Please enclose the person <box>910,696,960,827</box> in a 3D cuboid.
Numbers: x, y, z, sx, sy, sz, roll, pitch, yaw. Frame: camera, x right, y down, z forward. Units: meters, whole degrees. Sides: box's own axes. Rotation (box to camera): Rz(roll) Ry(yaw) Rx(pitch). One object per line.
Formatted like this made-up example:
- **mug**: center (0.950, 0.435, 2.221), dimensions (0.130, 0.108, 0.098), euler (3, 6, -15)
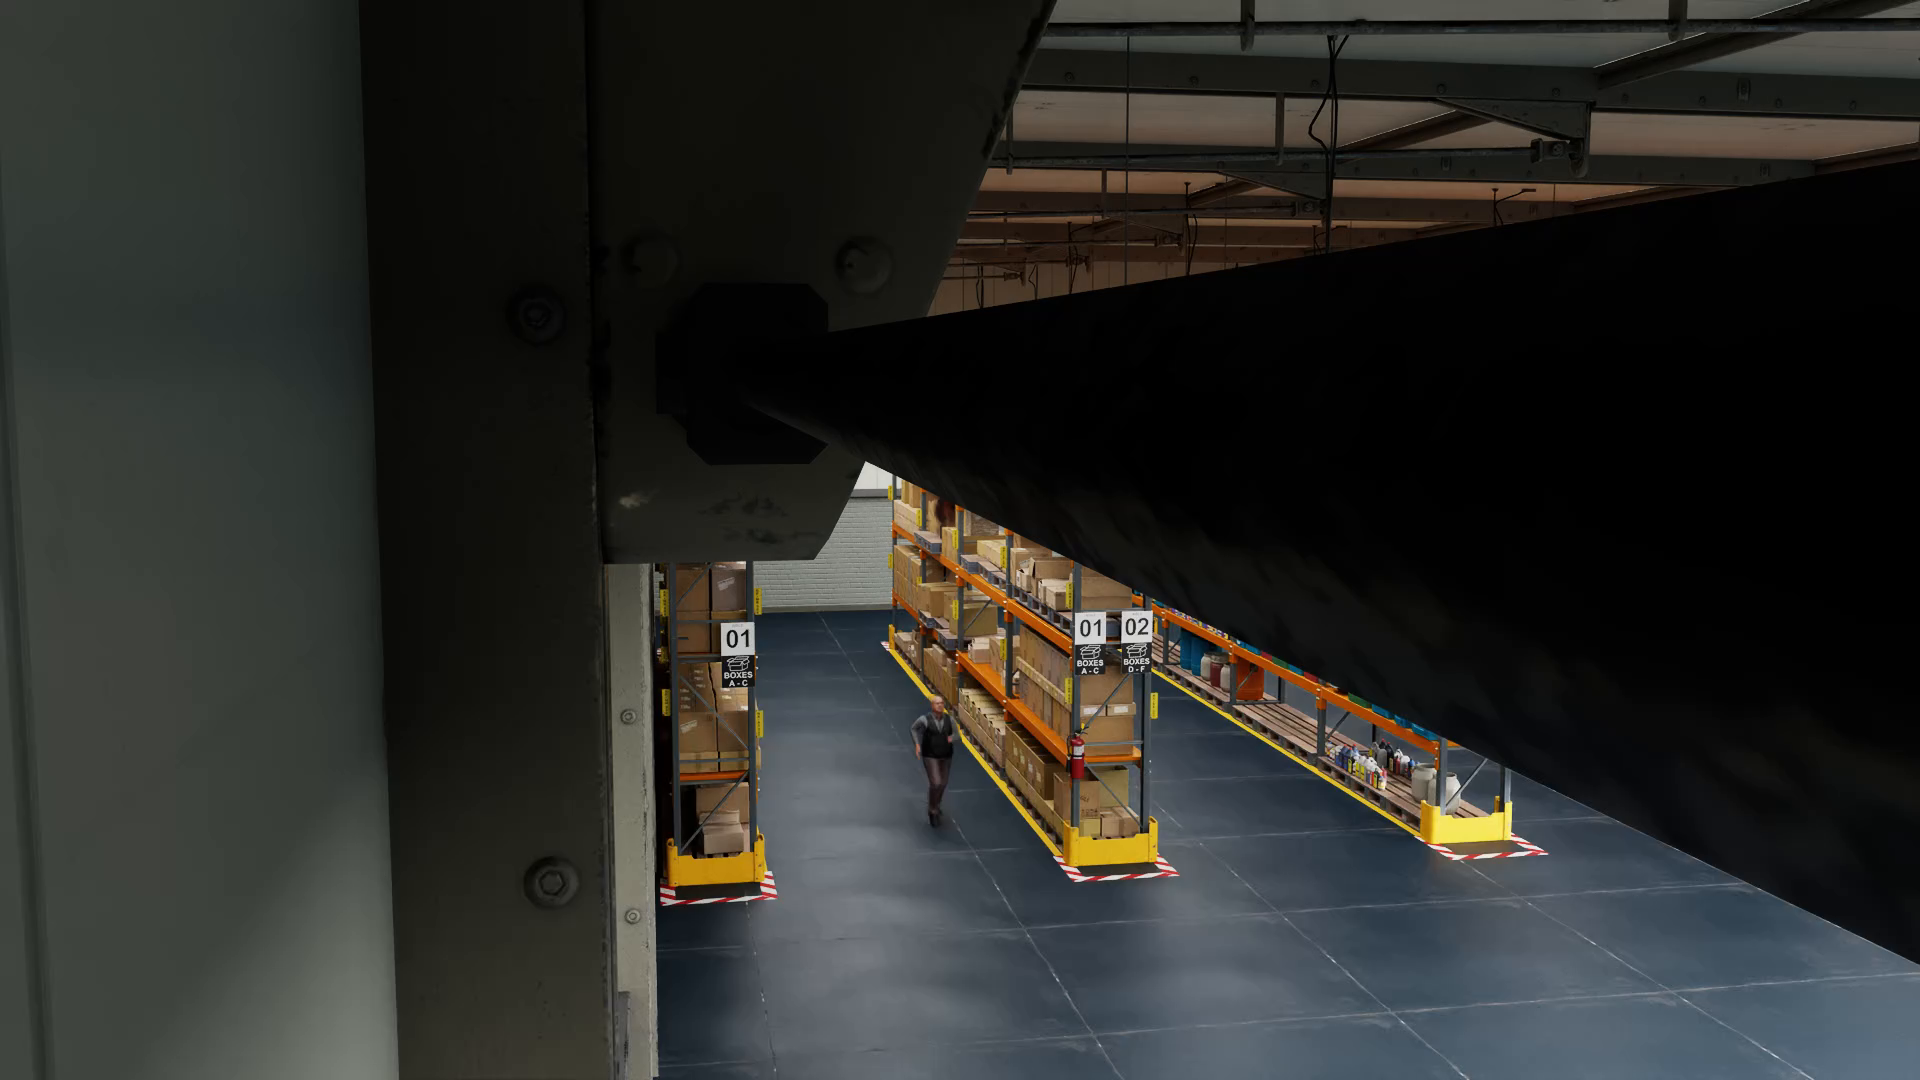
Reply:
- **person**: center (-0.311, 3.020, 22.794), dimensions (0.624, 1.780, 0.752), euler (-3, 7, -23)
